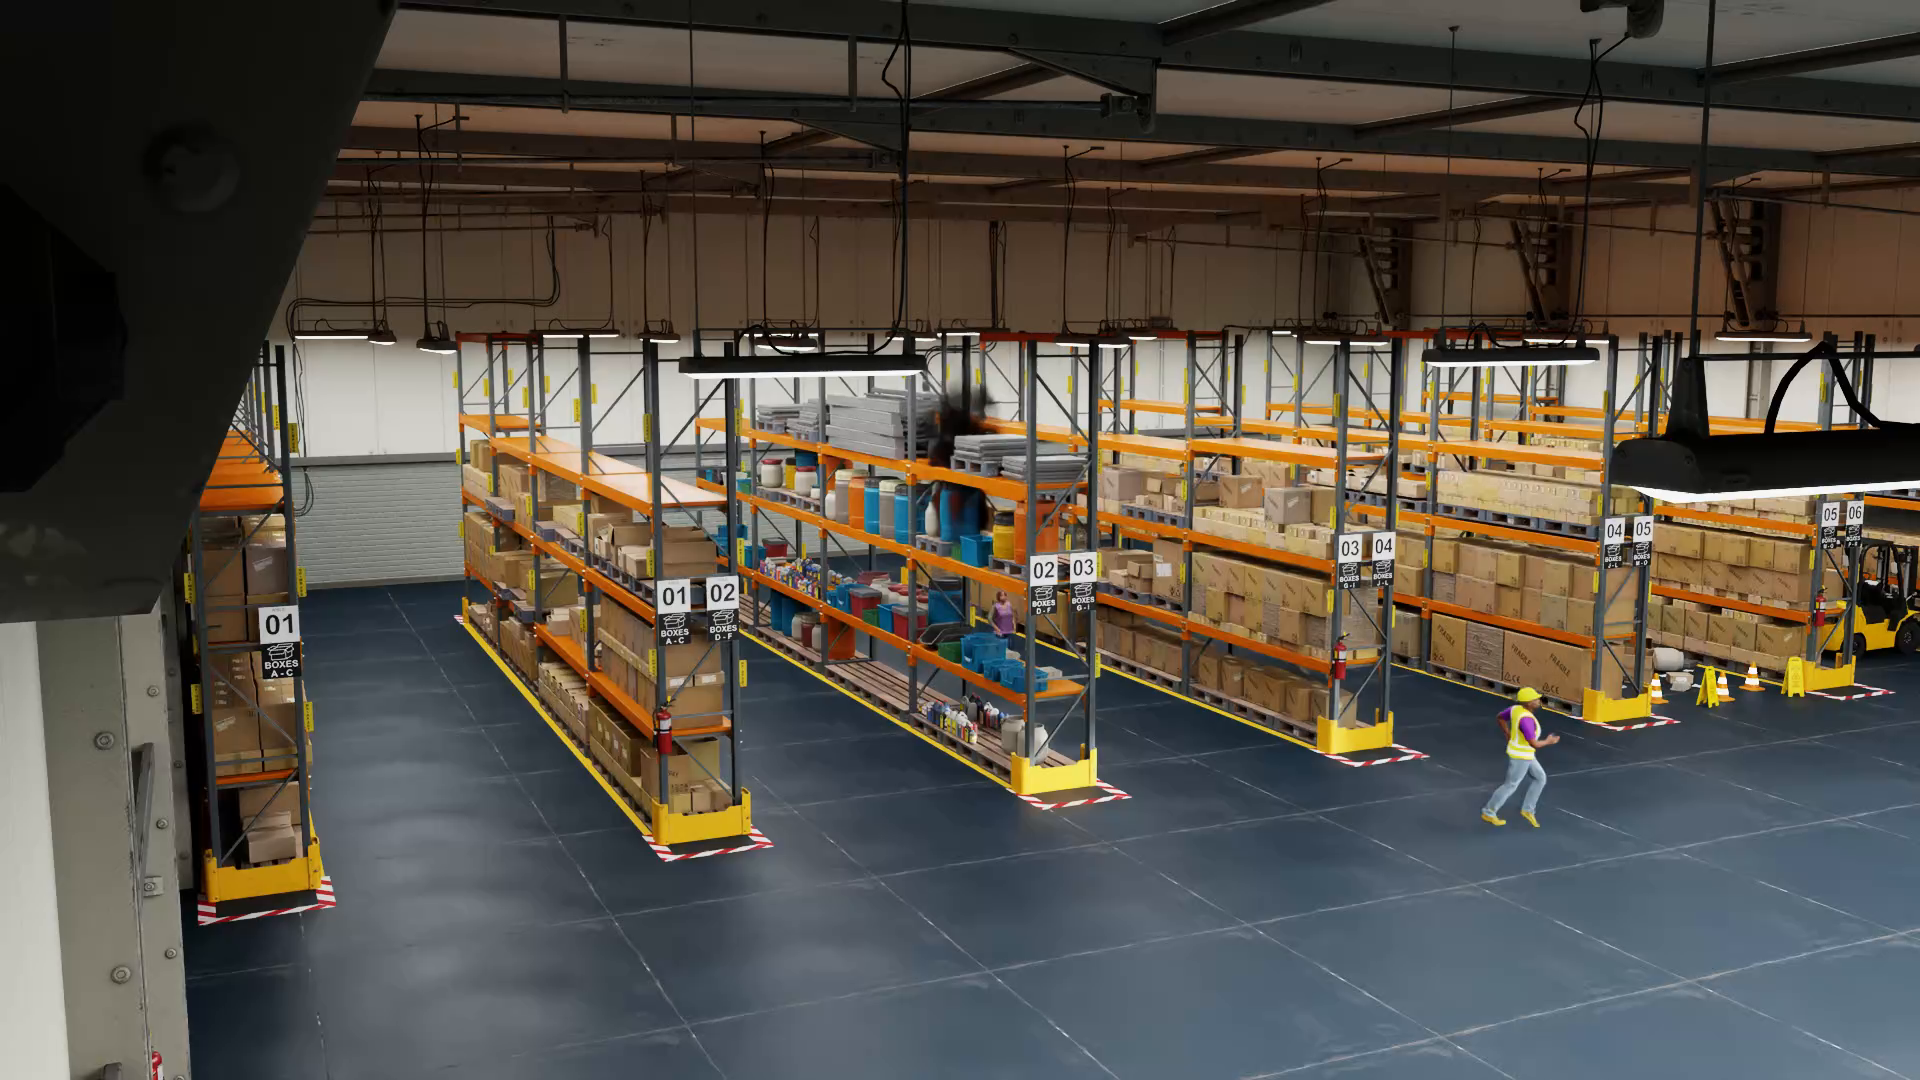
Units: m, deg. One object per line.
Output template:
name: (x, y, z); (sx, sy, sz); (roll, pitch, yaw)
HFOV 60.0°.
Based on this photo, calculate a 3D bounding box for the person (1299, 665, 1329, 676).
person: (6.285, 1.579, 29.093); (0.600, 1.764, 0.789); (-5, 9, -34)

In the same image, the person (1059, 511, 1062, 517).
person: (2.366, 0.003, 41.308); (0.744, 1.558, 0.563); (7, 10, 42)

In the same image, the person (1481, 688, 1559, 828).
person: (6.923, 2.699, 20.572); (0.894, 1.800, 0.710); (1, 8, 11)

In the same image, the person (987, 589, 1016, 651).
person: (0.725, 1.633, 29.254); (0.537, 1.568, 0.506); (-4, 9, -28)
